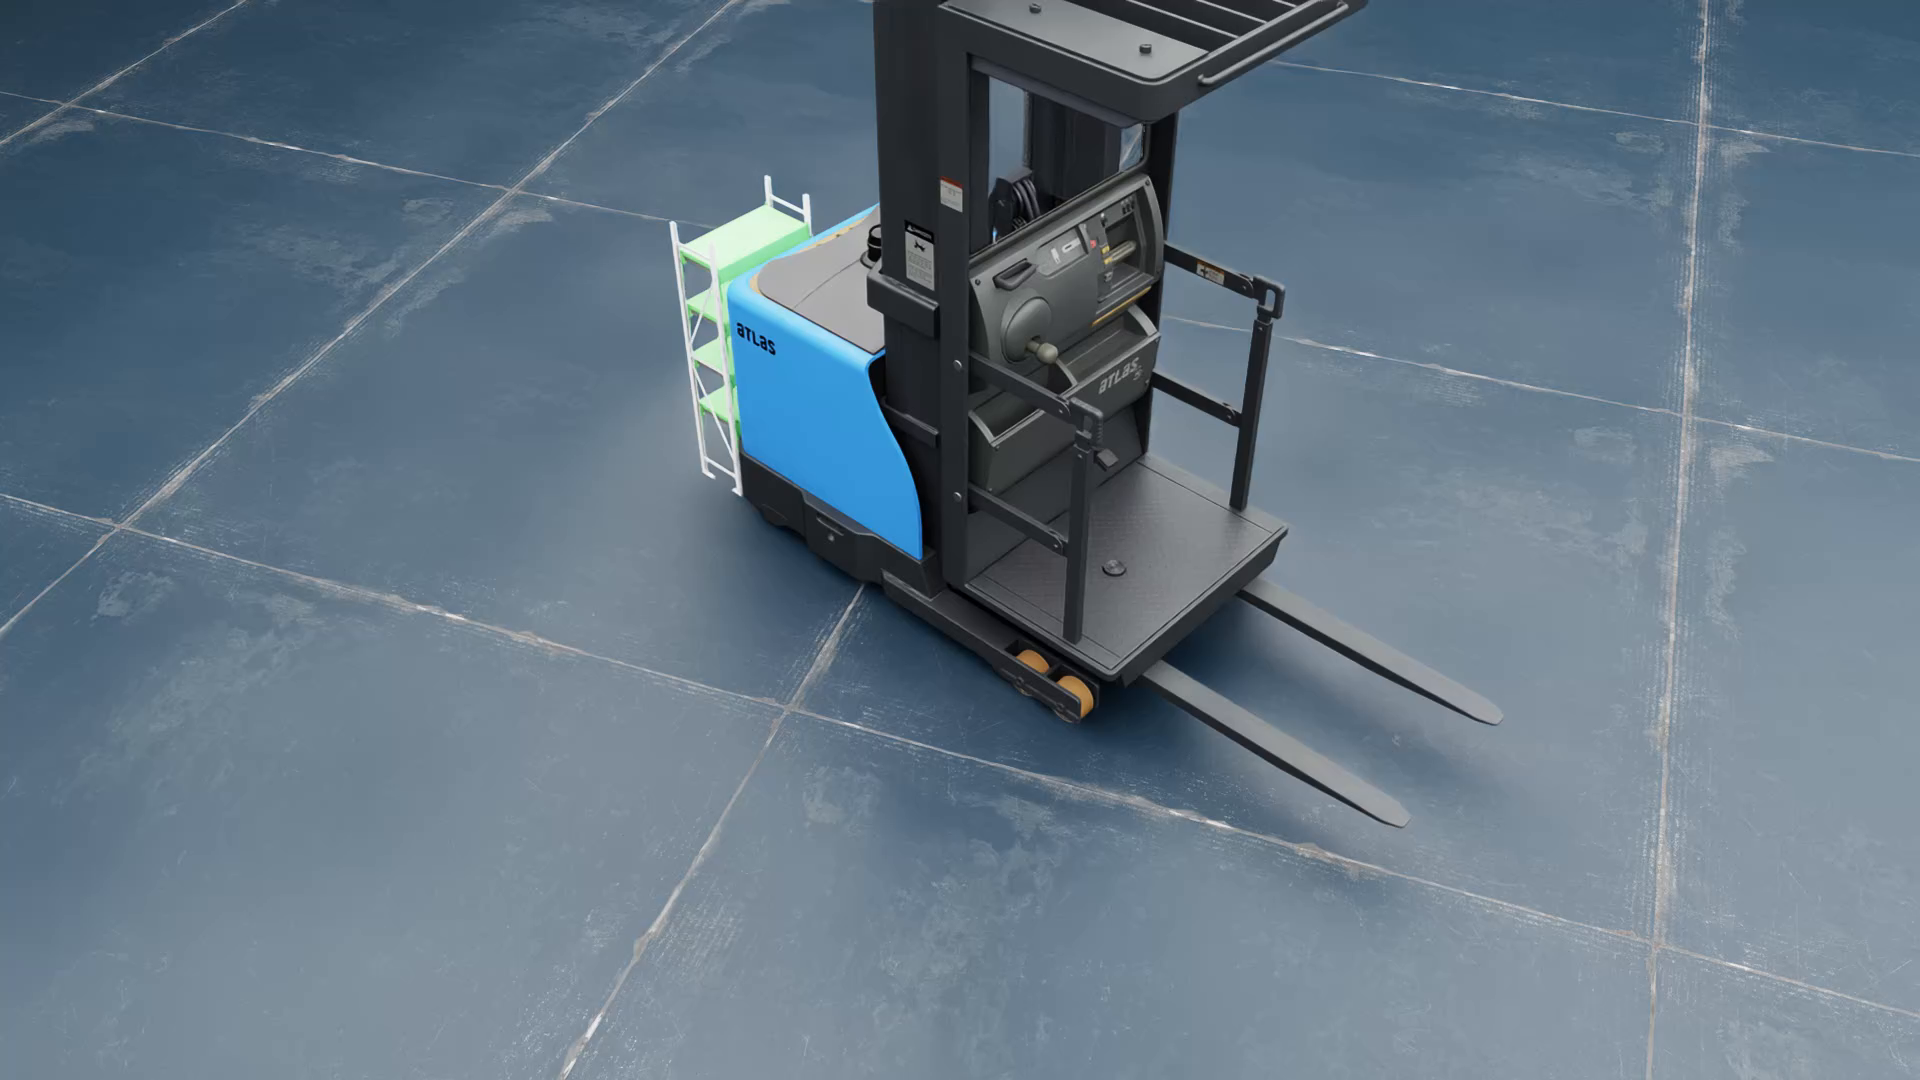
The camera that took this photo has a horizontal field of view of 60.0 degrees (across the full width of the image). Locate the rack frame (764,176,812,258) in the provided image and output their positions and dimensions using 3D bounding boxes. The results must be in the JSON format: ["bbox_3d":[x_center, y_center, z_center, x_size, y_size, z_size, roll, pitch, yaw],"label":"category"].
[{"bbox_3d":[-0.679,-0.933,6.918,0.240,1.200,0.015,30,49,31],"label":"rack frame"}]

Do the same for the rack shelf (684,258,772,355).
[{"bbox_3d":[-0.843,-0.950,6.666,0.258,0.148,0.480,30,49,31],"label":"rack shelf"}]

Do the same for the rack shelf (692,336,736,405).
[{"bbox_3d":[-0.842,-0.766,6.821,0.258,0.148,0.480,30,49,31],"label":"rack shelf"}]

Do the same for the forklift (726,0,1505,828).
[{"bbox_3d":[0.530,-0.848,5.485,3.031,2.935,1.130,31,49,31],"label":"forklift"}]

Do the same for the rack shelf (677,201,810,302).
[{"bbox_3d":[-0.844,-1.133,6.511,0.258,0.148,0.480,30,49,31],"label":"rack shelf"}]

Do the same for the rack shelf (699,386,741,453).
[{"bbox_3d":[-0.841,-0.583,6.976,0.258,0.148,0.480,30,49,31],"label":"rack shelf"}]

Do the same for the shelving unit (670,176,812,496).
[{"bbox_3d":[-0.842,-0.815,6.780,0.258,1.200,0.503,30,49,31],"label":"shelving unit"}]

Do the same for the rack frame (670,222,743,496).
[{"bbox_3d":[-1.006,-0.698,6.642,0.240,1.200,0.015,30,49,31],"label":"rack frame"}]
